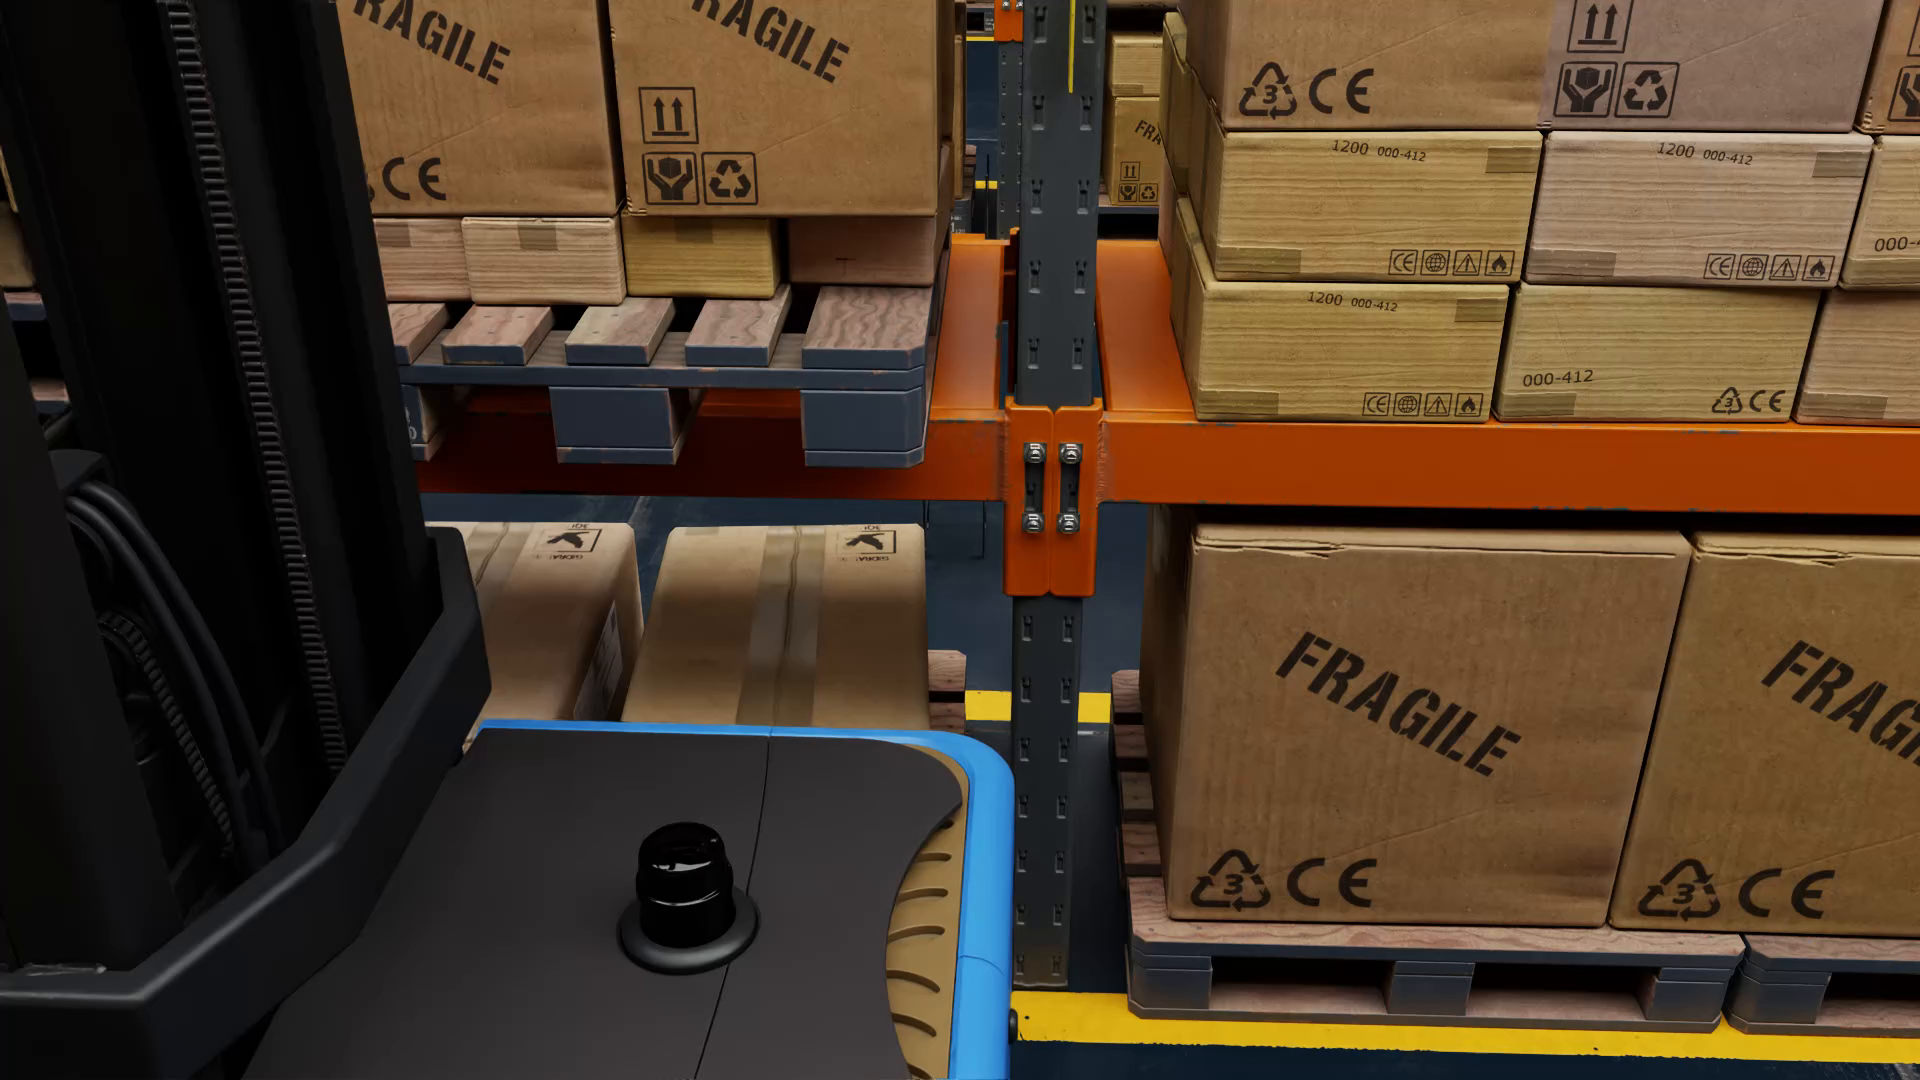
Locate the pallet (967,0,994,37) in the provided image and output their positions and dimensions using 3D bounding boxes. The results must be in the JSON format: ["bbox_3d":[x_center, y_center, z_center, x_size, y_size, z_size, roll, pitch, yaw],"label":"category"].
[{"bbox_3d":[-0.252,-4.039,12.643,1.213,0.211,1.003,1,28,2],"label":"pallet"}]

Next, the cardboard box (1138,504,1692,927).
[{"bbox_3d":[0.866,0.185,3.518,0.875,0.875,0.875,1,28,1],"label":"cardboard box"}]

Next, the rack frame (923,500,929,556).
[{"bbox_3d":[-0.106,-0.532,4.972,0.006,1.200,0.240,1,28,2],"label":"rack frame"}]

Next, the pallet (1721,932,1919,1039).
[{"bbox_3d":[2.180,0.683,3.735,1.213,0.211,1.003,1,28,2],"label":"pallet"}]

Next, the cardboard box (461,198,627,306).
[{"bbox_3d":[-0.681,-0.542,2.890,0.250,0.149,0.380,1,28,1],"label":"cardboard box"}]

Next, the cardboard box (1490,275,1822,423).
[{"bbox_3d":[1.173,-0.426,3.011,0.500,0.250,0.500,0,28,0],"label":"cardboard box"}]

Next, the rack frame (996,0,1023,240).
[{"bbox_3d":[0.253,-2.937,7.588,0.127,3.000,1.000,1,28,2],"label":"rack frame"}]

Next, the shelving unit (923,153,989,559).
[{"bbox_3d":[-0.014,-0.530,4.969,0.189,1.200,0.258,1,28,2],"label":"shelving unit"}]

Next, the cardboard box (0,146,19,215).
[{"bbox_3d":[-1.307,-0.868,2.812,0.500,0.500,0.500,-1,28,-2],"label":"cardboard box"}]

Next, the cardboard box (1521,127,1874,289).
[{"bbox_3d":[1.193,-0.640,2.881,0.500,0.250,0.500,2,28,3],"label":"cardboard box"}]

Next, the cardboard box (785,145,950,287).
[{"bbox_3d":[-0.157,-0.588,2.977,0.250,0.149,0.380,2,28,4],"label":"cardboard box"}]

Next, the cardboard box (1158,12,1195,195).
[{"bbox_3d":[0.672,-0.884,3.341,0.500,0.250,0.500,1,28,2],"label":"cardboard box"}]

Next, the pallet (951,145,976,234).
[{"bbox_3d":[-0.533,-1.753,8.332,1.213,0.211,1.003,1,28,2],"label":"pallet"}]

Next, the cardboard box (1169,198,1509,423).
[{"bbox_3d":[0.659,-0.426,3.012,0.500,0.250,0.500,0,28,1],"label":"cardboard box"}]

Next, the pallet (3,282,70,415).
[{"bbox_3d":[-1.801,-0.547,3.284,1.213,0.211,1.003,1,28,2],"label":"pallet"}]

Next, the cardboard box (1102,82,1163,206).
[{"bbox_3d":[0.951,-1.887,7.828,0.500,0.500,0.500,0,28,0],"label":"cardboard box"}]

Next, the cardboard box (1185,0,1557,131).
[{"bbox_3d":[0.663,-0.982,2.725,0.500,0.500,0.500,0,28,0],"label":"cardboard box"}]

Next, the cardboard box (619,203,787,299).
[{"bbox_3d":[-0.427,-0.559,2.921,0.250,0.149,0.380,1,28,3],"label":"cardboard box"}]

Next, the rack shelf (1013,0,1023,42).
[{"bbox_3d":[2.251,-2.586,7.694,4.000,0.370,1.077,1,28,2],"label":"rack shelf"}]

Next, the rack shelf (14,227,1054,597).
[{"bbox_3d":[-1.820,-0.334,3.445,4.000,0.370,1.077,1,28,2],"label":"rack shelf"}]

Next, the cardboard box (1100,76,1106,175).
[{"bbox_3d":[0.920,-2.130,8.285,0.500,0.500,0.500,1,28,2],"label":"cardboard box"}]

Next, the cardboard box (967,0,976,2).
[{"bbox_3d":[-0.142,-4.349,12.450,0.500,0.500,0.700,0,28,-1],"label":"cardboard box"}]

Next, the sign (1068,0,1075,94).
[{"bbox_3d":[0.169,-0.841,2.482,0.005,0.325,0.100,1,28,2],"label":"sign"}]

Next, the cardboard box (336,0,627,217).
[{"bbox_3d":[-0.802,-0.860,2.798,0.500,0.500,0.500,1,28,1],"label":"cardboard box"}]

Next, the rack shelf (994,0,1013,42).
[{"bbox_3d":[-1.746,-2.652,7.819,4.000,0.370,1.077,1,28,2],"label":"rack shelf"}]

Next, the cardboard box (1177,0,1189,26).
[{"bbox_3d":[0.705,-1.218,3.171,0.500,0.500,0.500,0,28,0],"label":"cardboard box"}]

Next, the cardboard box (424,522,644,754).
[{"bbox_3d":[-1.123,0.335,3.773,0.625,0.372,0.950,0,28,1],"label":"cardboard box"}]

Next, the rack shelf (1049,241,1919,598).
[{"bbox_3d":[2.178,-0.267,3.320,4.000,0.370,1.077,1,28,2],"label":"rack shelf"}]

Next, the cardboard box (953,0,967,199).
[{"bbox_3d":[-0.353,-2.181,8.115,0.750,0.750,1.050,1,28,1],"label":"cardboard box"}]

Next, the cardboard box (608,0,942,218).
[{"bbox_3d":[-0.285,-0.857,2.791,0.500,0.500,0.500,0,28,0],"label":"cardboard box"}]

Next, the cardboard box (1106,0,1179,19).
[{"bbox_3d":[0.945,-2.461,8.109,0.500,0.250,0.500,0,28,1],"label":"cardboard box"}]

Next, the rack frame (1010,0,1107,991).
[{"bbox_3d":[0.179,-0.618,3.214,0.127,3.000,1.000,1,28,2],"label":"rack frame"}]

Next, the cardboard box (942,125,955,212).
[{"bbox_3d":[-0.139,-0.785,3.349,0.250,0.149,0.380,-1,28,-1],"label":"cardboard box"}]

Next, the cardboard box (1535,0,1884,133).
[{"bbox_3d":[1.159,-0.978,2.718,0.500,0.500,0.500,1,28,2],"label":"cardboard box"}]

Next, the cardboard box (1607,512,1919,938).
[{"bbox_3d":[1.758,0.202,3.487,0.875,0.875,0.875,1,28,2],"label":"cardboard box"}]

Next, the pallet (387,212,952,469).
[{"bbox_3d":[-0.537,-0.496,3.187,1.003,0.211,1.213,1,28,2],"label":"pallet"}]

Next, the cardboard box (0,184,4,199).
[{"bbox_3d":[-1.852,-0.878,2.830,0.500,0.500,0.500,0,28,0],"label":"cardboard box"}]

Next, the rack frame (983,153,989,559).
[{"bbox_3d":[0.077,-0.529,4.967,0.006,1.200,0.240,1,28,2],"label":"rack frame"}]

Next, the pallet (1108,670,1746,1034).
[{"bbox_3d":[0.964,0.662,3.776,1.213,0.211,1.003,1,28,2],"label":"pallet"}]

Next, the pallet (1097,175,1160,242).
[{"bbox_3d":[1.034,-1.691,8.215,1.213,0.211,1.003,1,28,2],"label":"pallet"}]

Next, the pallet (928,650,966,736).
[{"bbox_3d":[-0.602,0.600,3.893,1.213,0.211,1.003,1,28,2],"label":"pallet"}]

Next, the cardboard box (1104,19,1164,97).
[{"bbox_3d":[0.933,-2.225,7.664,0.500,0.250,0.500,0,28,-1],"label":"cardboard box"}]

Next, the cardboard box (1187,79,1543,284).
[{"bbox_3d":[0.677,-0.649,2.898,0.500,0.250,0.500,1,28,1],"label":"cardboard box"}]

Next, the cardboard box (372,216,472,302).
[{"bbox_3d":[-0.932,-0.550,2.904,0.250,0.149,0.380,0,28,-1],"label":"cardboard box"}]

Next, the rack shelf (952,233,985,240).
[{"bbox_3d":[-0.014,-0.809,4.822,0.180,0.103,0.258,1,28,2],"label":"rack shelf"}]

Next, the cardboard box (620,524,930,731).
[{"bbox_3d":[-0.385,0.343,3.757,0.625,0.372,0.950,-1,28,-2],"label":"cardboard box"}]

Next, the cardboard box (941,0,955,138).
[{"bbox_3d":[-0.263,-1.095,3.241,0.500,0.500,0.500,0,28,0],"label":"cardboard box"}]

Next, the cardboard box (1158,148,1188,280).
[{"bbox_3d":[0.694,-0.665,3.462,0.500,0.250,0.500,0,28,0],"label":"cardboard box"}]

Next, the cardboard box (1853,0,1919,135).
[{"bbox_3d":[1.676,-0.962,2.688,0.500,0.500,0.500,2,28,3],"label":"cardboard box"}]

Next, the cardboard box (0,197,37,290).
[{"bbox_3d":[-1.708,-0.577,2.955,0.250,0.149,0.380,0,28,0],"label":"cardboard box"}]

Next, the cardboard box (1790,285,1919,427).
[{"bbox_3d":[1.697,-0.415,2.990,0.500,0.250,0.500,2,28,3],"label":"cardboard box"}]

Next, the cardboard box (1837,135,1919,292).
[{"bbox_3d":[1.691,-0.626,2.854,0.500,0.250,0.500,1,28,2],"label":"cardboard box"}]
